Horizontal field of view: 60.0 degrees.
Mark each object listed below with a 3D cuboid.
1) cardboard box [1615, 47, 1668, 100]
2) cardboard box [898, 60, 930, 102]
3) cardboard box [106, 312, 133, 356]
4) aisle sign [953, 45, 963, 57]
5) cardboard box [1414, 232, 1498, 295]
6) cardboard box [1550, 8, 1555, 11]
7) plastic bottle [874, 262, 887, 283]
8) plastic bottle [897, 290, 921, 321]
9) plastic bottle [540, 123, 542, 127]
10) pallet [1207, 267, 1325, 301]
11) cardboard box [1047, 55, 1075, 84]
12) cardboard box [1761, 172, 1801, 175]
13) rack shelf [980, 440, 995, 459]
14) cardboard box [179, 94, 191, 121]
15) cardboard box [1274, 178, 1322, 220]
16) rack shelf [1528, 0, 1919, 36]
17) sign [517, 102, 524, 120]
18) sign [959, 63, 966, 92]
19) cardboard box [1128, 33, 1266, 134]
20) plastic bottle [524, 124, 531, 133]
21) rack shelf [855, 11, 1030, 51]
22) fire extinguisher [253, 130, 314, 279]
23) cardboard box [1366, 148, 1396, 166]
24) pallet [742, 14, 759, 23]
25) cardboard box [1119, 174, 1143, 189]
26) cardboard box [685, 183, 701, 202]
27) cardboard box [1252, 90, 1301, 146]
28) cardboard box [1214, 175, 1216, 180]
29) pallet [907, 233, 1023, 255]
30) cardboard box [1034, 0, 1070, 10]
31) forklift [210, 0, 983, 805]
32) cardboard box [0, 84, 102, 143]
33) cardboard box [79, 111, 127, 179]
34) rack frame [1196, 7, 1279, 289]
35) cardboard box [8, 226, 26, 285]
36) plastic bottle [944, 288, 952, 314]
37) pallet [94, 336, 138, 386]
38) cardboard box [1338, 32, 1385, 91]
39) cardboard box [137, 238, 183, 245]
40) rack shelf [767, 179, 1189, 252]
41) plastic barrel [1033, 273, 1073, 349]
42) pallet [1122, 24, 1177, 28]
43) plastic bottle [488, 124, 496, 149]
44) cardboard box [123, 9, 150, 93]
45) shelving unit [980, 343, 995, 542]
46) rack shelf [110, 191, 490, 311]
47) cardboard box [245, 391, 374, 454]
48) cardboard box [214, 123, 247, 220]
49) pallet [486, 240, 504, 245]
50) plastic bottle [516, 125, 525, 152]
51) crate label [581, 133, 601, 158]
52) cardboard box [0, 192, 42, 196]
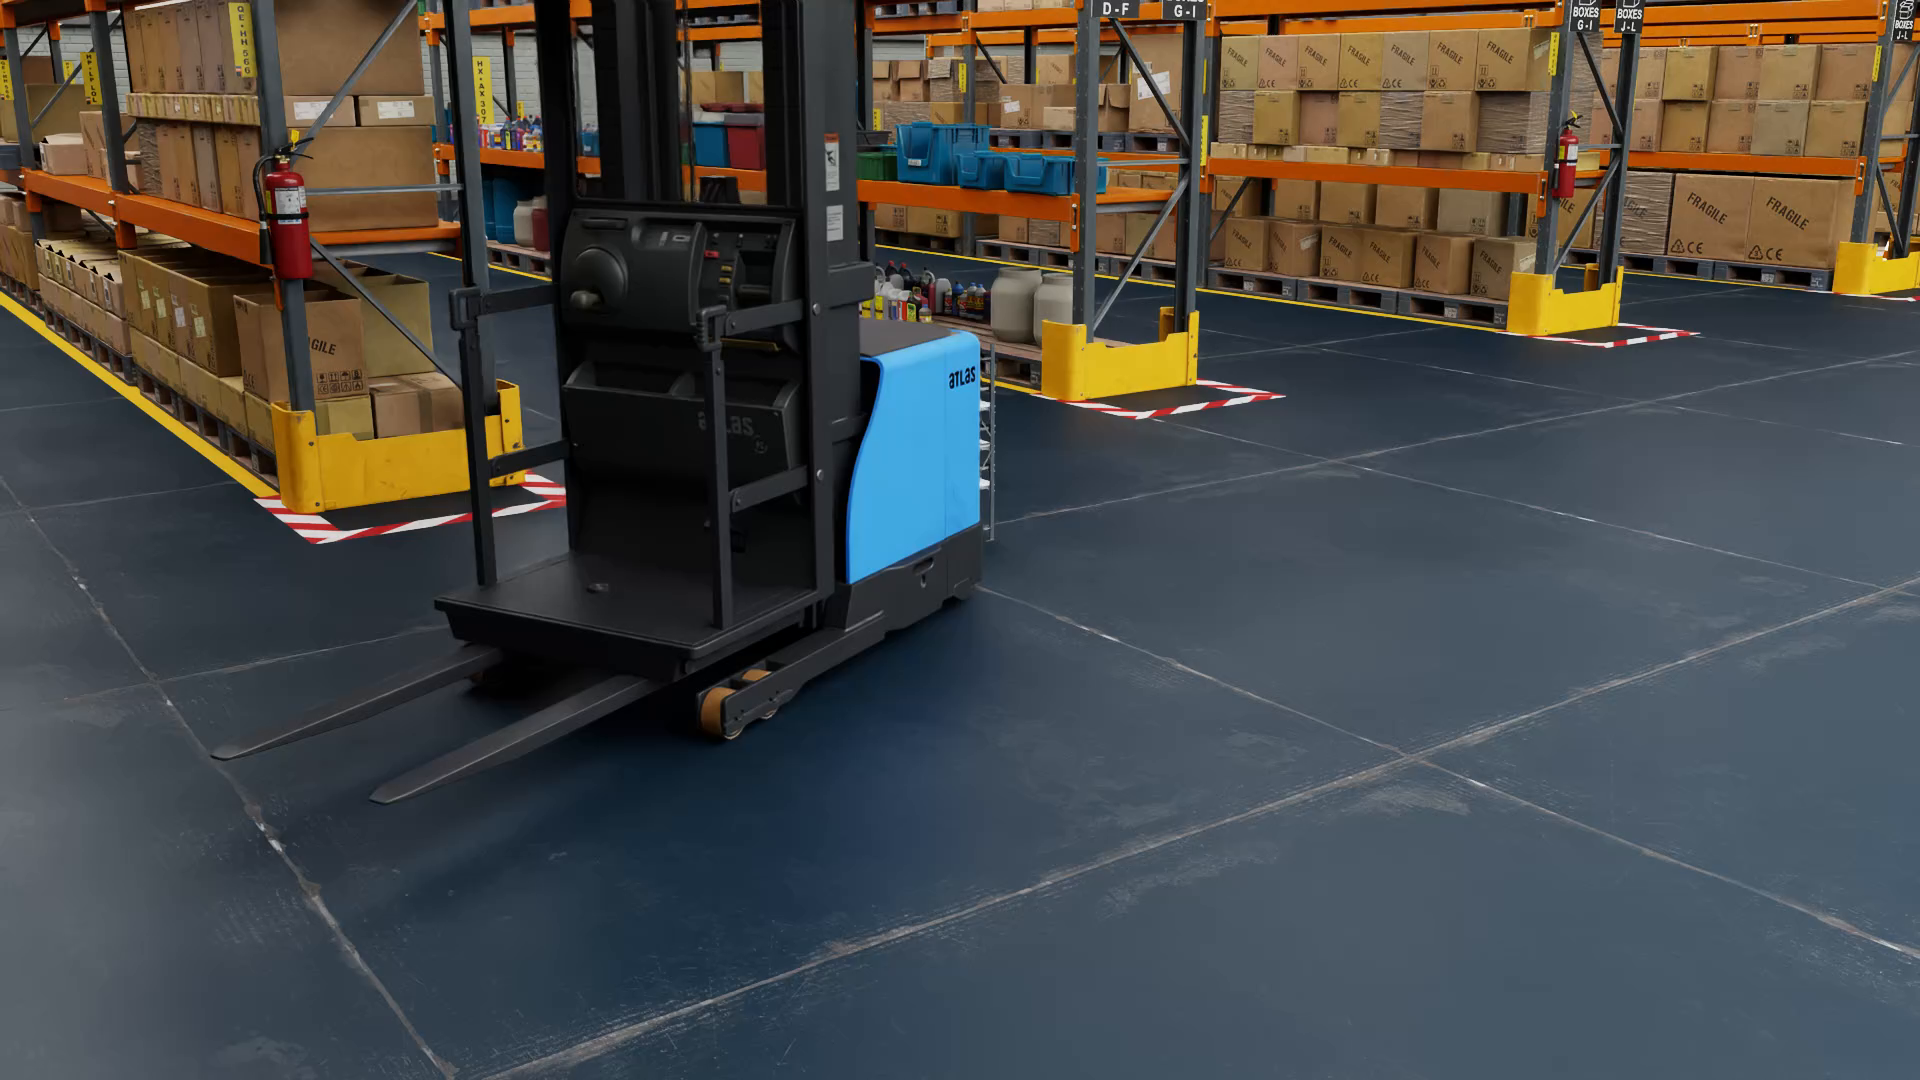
[{"bbox_3d":[7.714,-5.111,18.239,0.875,0.550,0.550,-11,19,-35],"label":"cardboard box"},{"bbox_3d":[-0.320,-5.774,20.902,0.797,0.503,0.637,-10,18,-33],"label":"cardboard box"},{"bbox_3d":[-5.664,-1.473,11.688,0.500,0.250,0.500,-11,19,-35],"label":"cardboard box"},{"bbox_3d":[0.045,-8.717,28.817,0.394,0.787,0.004,-11,19,-35],"label":"aisle sign"},{"bbox_3d":[4.448,-2.491,14.934,0.500,0.500,0.500,-6,16,-20],"label":"cardboard box"},{"bbox_3d":[9.043,-7.773,24.423,0.700,0.500,0.500,-11,19,-35],"label":"cardboard box"},{"bbox_3d":[-0.682,-2.140,13.899,0.144,0.351,0.185,-11,19,-35],"label":"plastic bottle"},{"bbox_3d":[-0.386,-1.748,12.605,0.152,0.276,0.135,-11,19,-34],"label":"plastic bottle"},{"bbox_3d":[-4.876,-4.750,19.483,0.152,0.276,0.135,-11,19,-35],"label":"plastic bottle"},{"bbox_3d":[3.253,-2.607,16.701,1.003,0.211,1.213,-11,19,-35],"label":"pallet"},{"bbox_3d":[1.702,-7.279,25.841,0.500,0.500,0.500,-12,19,-36],"label":"cardboard box"},{"bbox_3d":[10.974,-4.698,22.052,0.500,0.500,0.500,-10,18,-32],"label":"cardboard box"},{"bbox_3d":[-0.005,-0.404,7.472,0.258,0.077,0.200,-11,19,-35],"label":"rack shelf"},{"bbox_3d":[-4.271,-2.496,9.597,0.380,0.149,0.250,-11,19,-35],"label":"cardboard box"},{"bbox_3d":[4.834,-4.666,22.407,1.050,0.750,0.750,-11,19,-35],"label":"cardboard box"},{"bbox_3d":[8.077,-5.511,17.709,1.077,0.370,4.000,-11,19,-35],"label":"rack shelf"},{"bbox_3d":[-5.435,-5.248,20.543,0.100,0.325,0.005,-11,19,-35],"label":"sign"},{"bbox_3d":[0.030,-5.416,19.487,0.100,0.325,0.005,-11,19,-35],"label":"sign"},{"bbox_3d":[2.475,-4.773,17.401,1.000,1.000,1.000,-11,19,-34],"label":"cardboard box"},{"bbox_3d":[-4.776,-4.445,18.355,0.061,0.283,0.133,-11,19,-35],"label":"plastic bottle"},{"bbox_3d":[-0.698,-6.471,21.217,1.077,0.370,4.000,-11,19,-35],"label":"rack shelf"},{"bbox_3d":[-3.140,-1.564,7.756,0.296,0.674,0.183,-11,19,-35],"label":"fire extinguisher"},{"bbox_3d":[3.880,-3.447,14.965,0.380,0.149,0.250,-11,19,-35],"label":"cardboard box"},{"bbox_3d":[-2.347,-7.378,23.338,1.003,0.211,1.213,-11,19,-35],"label":"pallet"},{"bbox_3d":[2.729,-5.232,24.948,0.500,0.500,0.500,-10,18,-32],"label":"cardboard box"},{"bbox_3d":[-3.785,-5.706,25.970,0.875,0.875,0.875,-11,19,-35],"label":"cardboard box"},{"bbox_3d":[3.309,-4.064,15.988,0.875,0.500,0.500,-11,19,-35],"label":"cardboard box"},{"bbox_3d":[3.629,-5.262,23.640,0.500,0.250,0.500,-11,19,-34],"label":"cardboard box"},{"bbox_3d":[0.075,-3.779,20.984,1.003,0.211,1.213,-11,19,-35],"label":"pallet"},{"bbox_3d":[1.159,-5.961,18.274,0.500,0.250,0.500,-10,18,-33],"label":"cardboard box"},{"bbox_3d":[-1.050,-0.917,5.374,1.130,2.935,3.031,8,17,27],"label":"forklift"},{"bbox_3d":[-7.999,-3.775,14.701,0.500,0.500,0.700,10,18,33],"label":"cardboard box"},{"bbox_3d":[-6.538,-3.100,13.029,0.500,0.500,0.500,-12,19,-37],"label":"cardboard box"},{"bbox_3d":[2.829,-4.090,16.837,1.000,3.000,0.127,-11,19,-35],"label":"rack frame"},{"bbox_3d":[-8.582,-2.687,15.615,0.500,0.500,0.500,-12,19,-37],"label":"cardboard box"},{"bbox_3d":[-0.079,-1.925,13.393,0.097,0.201,0.097,0,15,0],"label":"plastic bottle"},{"bbox_3d":[-5.651,-1.359,12.143,1.003,0.211,1.213,-11,19,-35],"label":"pallet"},{"bbox_3d":[3.780,-4.310,14.994,0.500,0.500,0.500,-11,19,-35],"label":"cardboard box"},{"bbox_3d":[-6.720,-2.370,13.905,0.500,0.311,0.500,-11,19,-35],"label":"cardboard box"},{"bbox_3d":[-0.001,-2.547,12.563,1.077,0.370,4.000,-11,19,-35],"label":"rack shelf"},{"bbox_3d":[0.726,-1.598,11.650,0.421,0.512,0.421,0,15,0],"label":"plastic barrel"},{"bbox_3d":[3.086,-7.533,24.092,1.213,0.211,1.003,-11,19,-35],"label":"pallet"},{"bbox_3d":[-5.236,-4.564,18.805,0.152,0.276,0.135,-11,19,-35],"label":"plastic bottle"},{"bbox_3d":[-4.920,-3.133,10.695,0.700,0.500,0.500,-11,19,-34],"label":"cardboard box"},{"bbox_3d":[-0.005,-0.436,7.464,0.258,0.900,0.210,-11,19,-35],"label":"shelving unit"},{"bbox_3d":[-4.010,-1.779,9.756,1.077,0.370,4.000,-11,19,-35],"label":"rack shelf"},{"bbox_3d":[-3.388,-0.644,8.659,0.500,0.250,0.500,-11,19,-35],"label":"cardboard box"},{"bbox_3d":[-3.698,-2.067,9.257,0.700,0.500,0.500,-11,19,-34],"label":"cardboard box"},{"bbox_3d":[-5.461,-3.513,20.012,1.003,0.211,1.213,-11,19,-35],"label":"pallet"},{"bbox_3d":[-4.784,-4.383,18.129,0.061,0.283,0.133,-11,19,-35],"label":"plastic bottle"},{"bbox_3d":[-3.584,-3.946,16.630,0.303,0.233,0.416,-11,19,-35],"label":"crate label"},{"bbox_3d":[-9.214,-3.275,16.340,0.500,0.250,0.500,-11,19,-34],"label":"cardboard box"}]
